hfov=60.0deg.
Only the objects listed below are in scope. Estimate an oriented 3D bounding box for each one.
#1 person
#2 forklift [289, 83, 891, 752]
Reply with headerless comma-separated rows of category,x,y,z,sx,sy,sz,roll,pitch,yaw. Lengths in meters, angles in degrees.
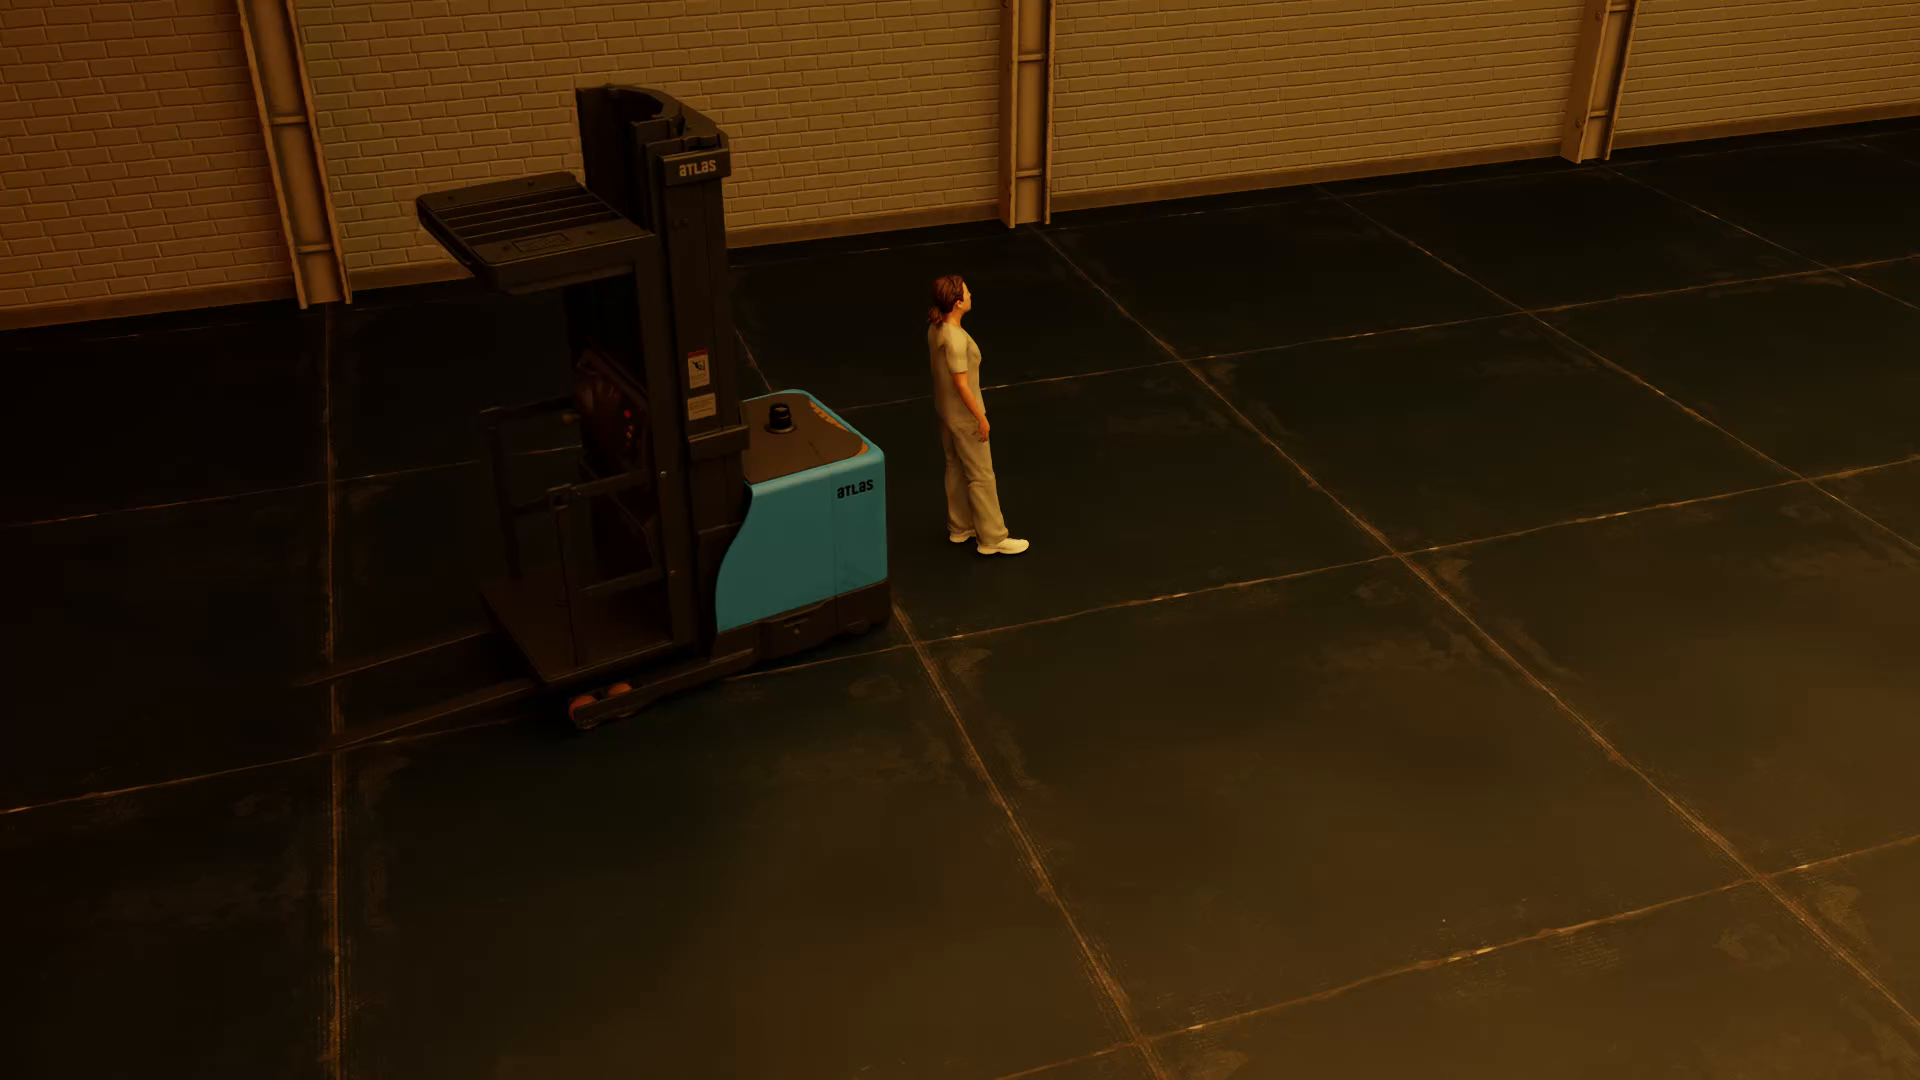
person,0.074,-0.738,9.613,0.549,1.675,0.549,-10,31,-16
forklift,-1.904,-0.620,8.165,3.031,2.935,1.130,-17,34,-27
